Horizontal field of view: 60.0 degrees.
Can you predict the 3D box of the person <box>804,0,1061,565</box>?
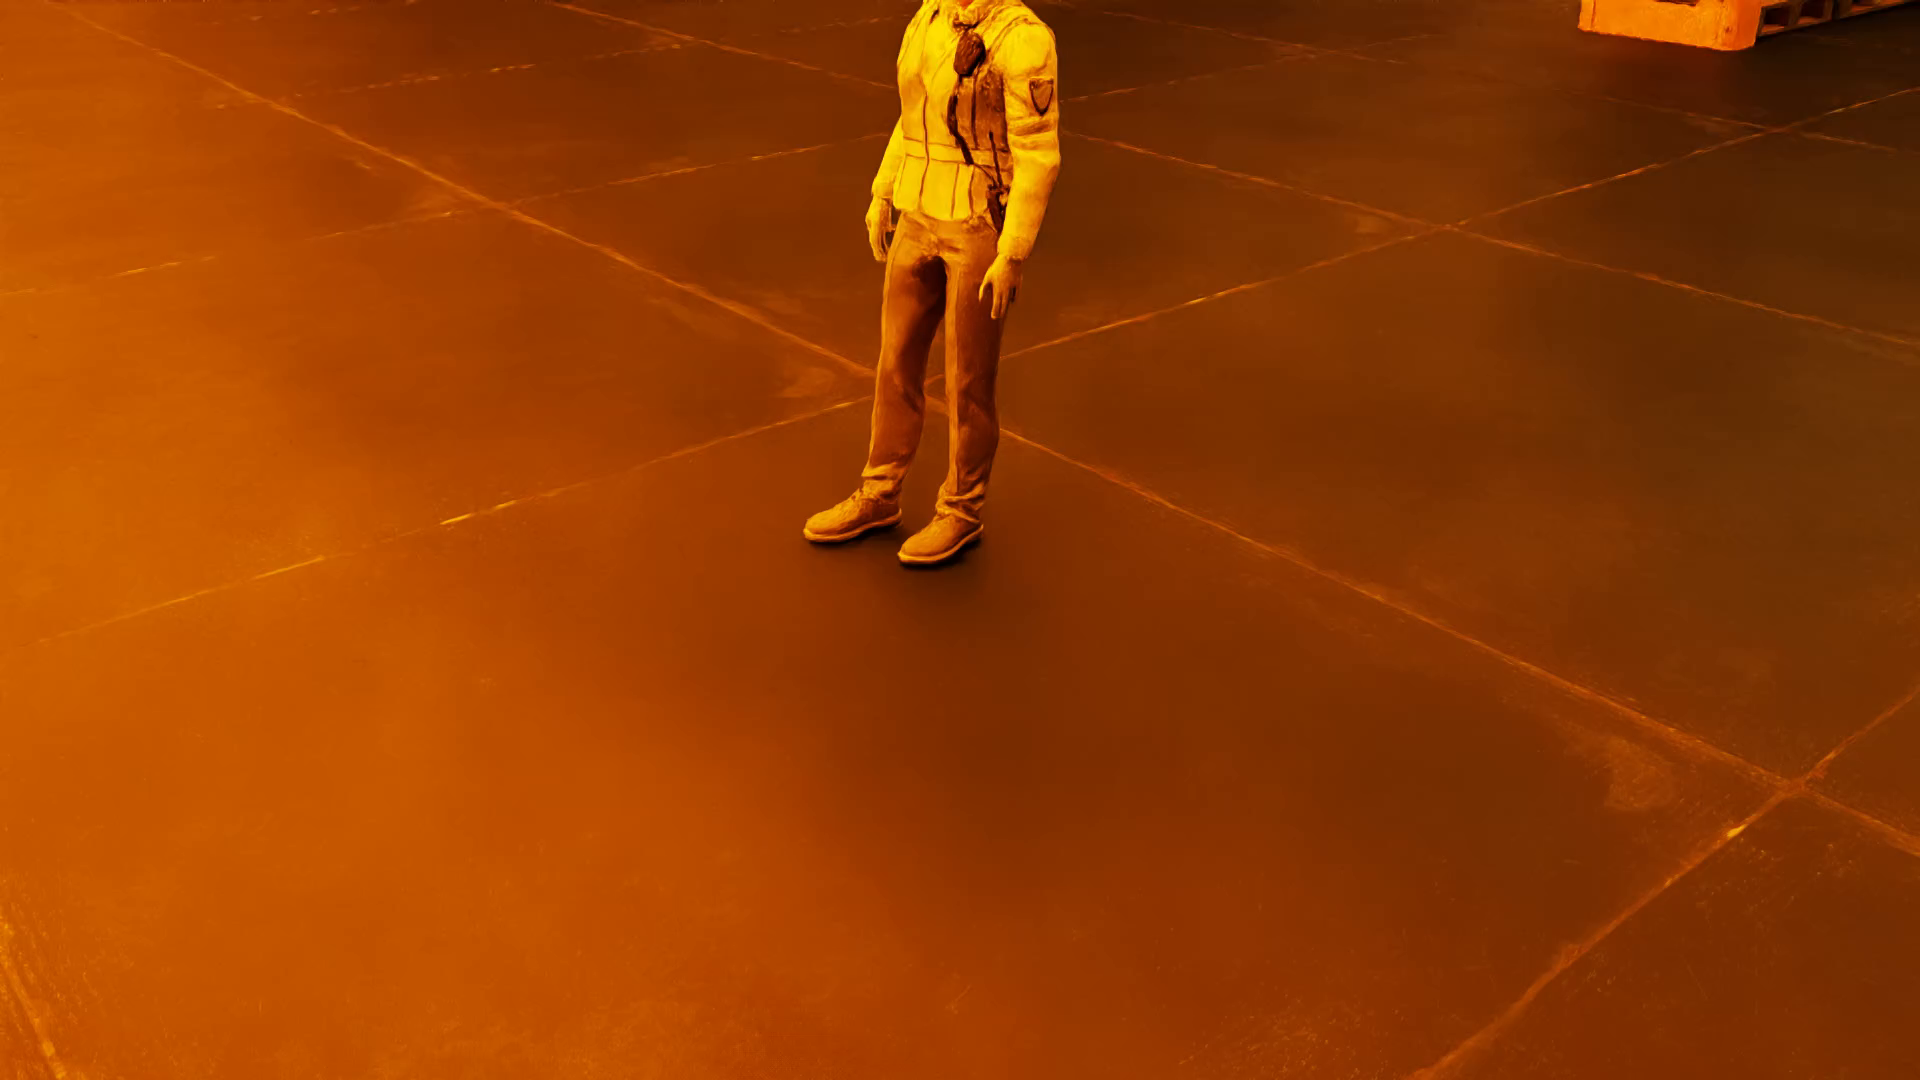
[{"bbox_3d":[-0.056,-0.749,4.087,0.532,1.695,0.586,-20,33,-35],"label":"person"}]
